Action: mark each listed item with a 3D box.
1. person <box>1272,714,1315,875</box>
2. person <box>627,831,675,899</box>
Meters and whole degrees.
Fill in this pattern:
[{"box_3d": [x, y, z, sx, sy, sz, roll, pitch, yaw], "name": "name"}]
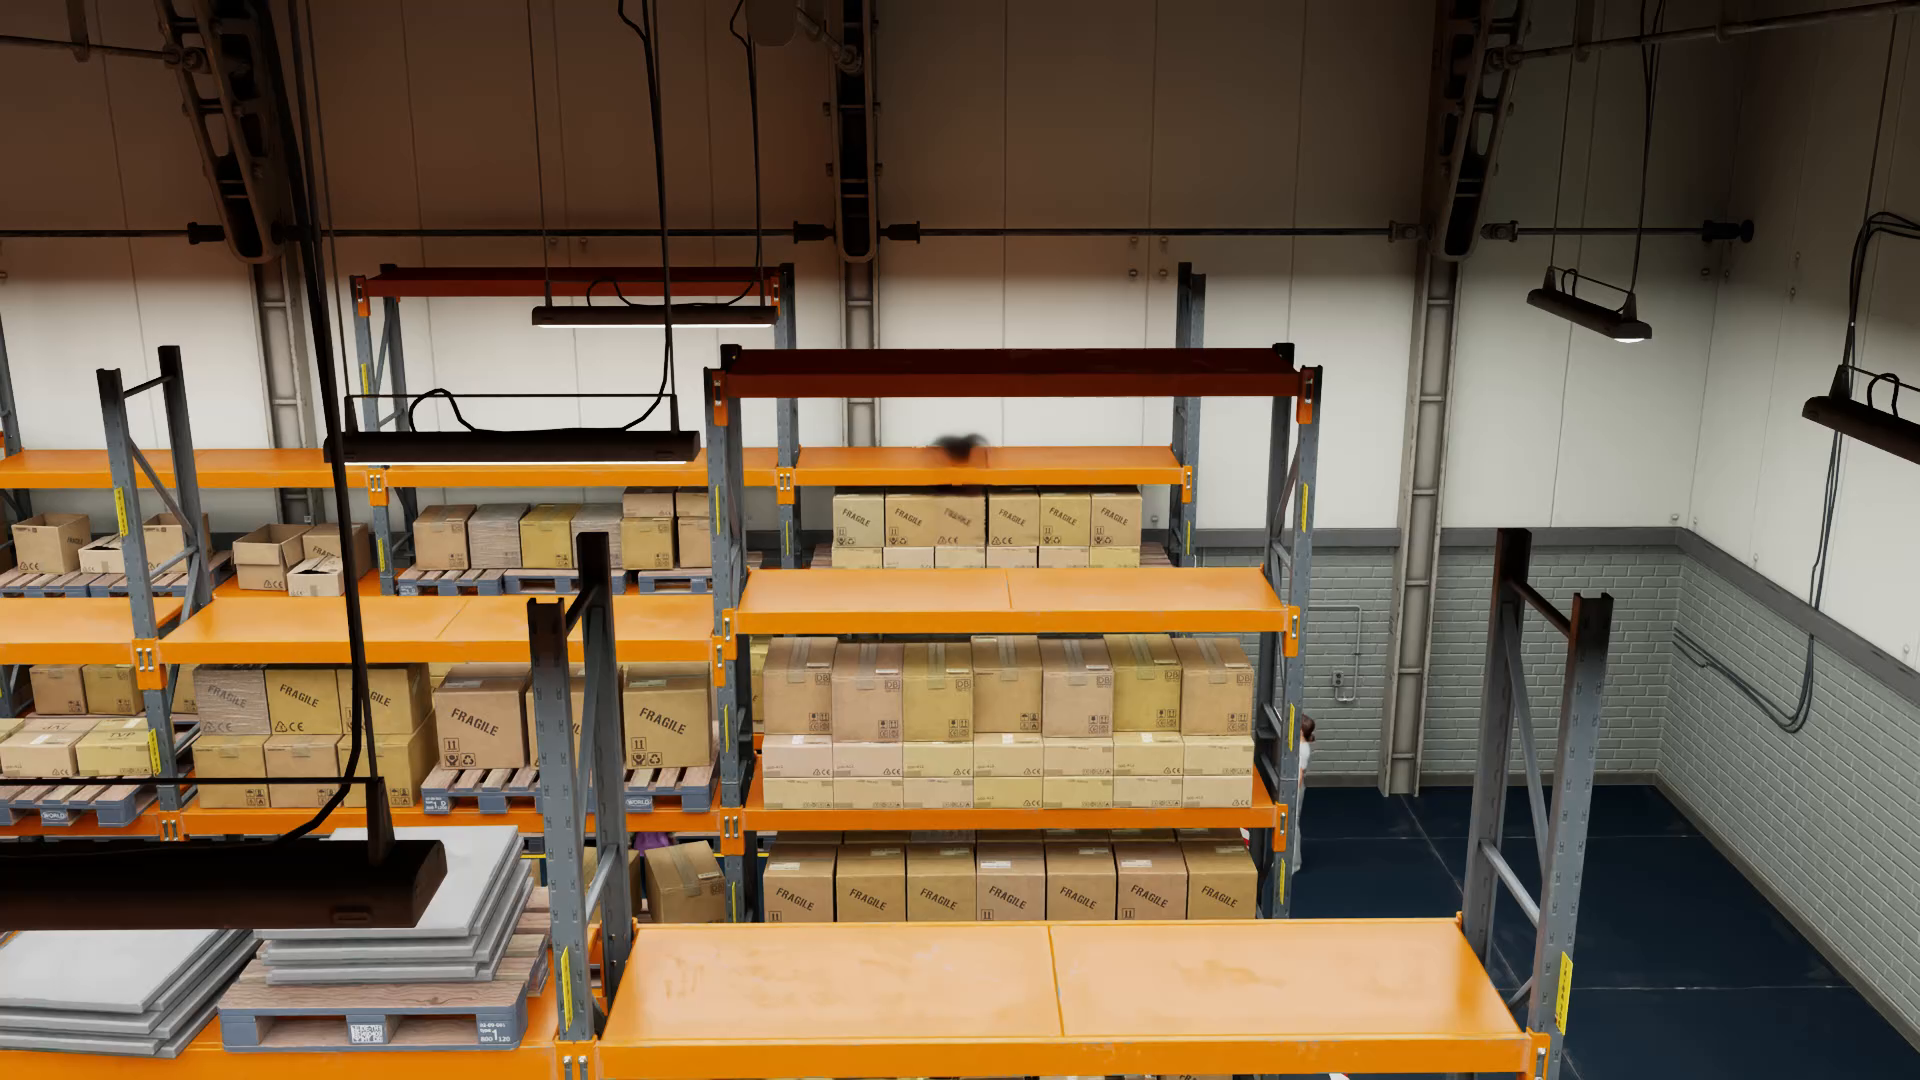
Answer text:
[{"box_3d": [3.340, 2.559, 16.887, 0.431, 1.687, 0.483, -7, 18, -23], "name": "person"}, {"box_3d": [-2.900, 2.946, 15.612, 0.465, 1.615, 0.343, -6, 17, -20], "name": "person"}]
